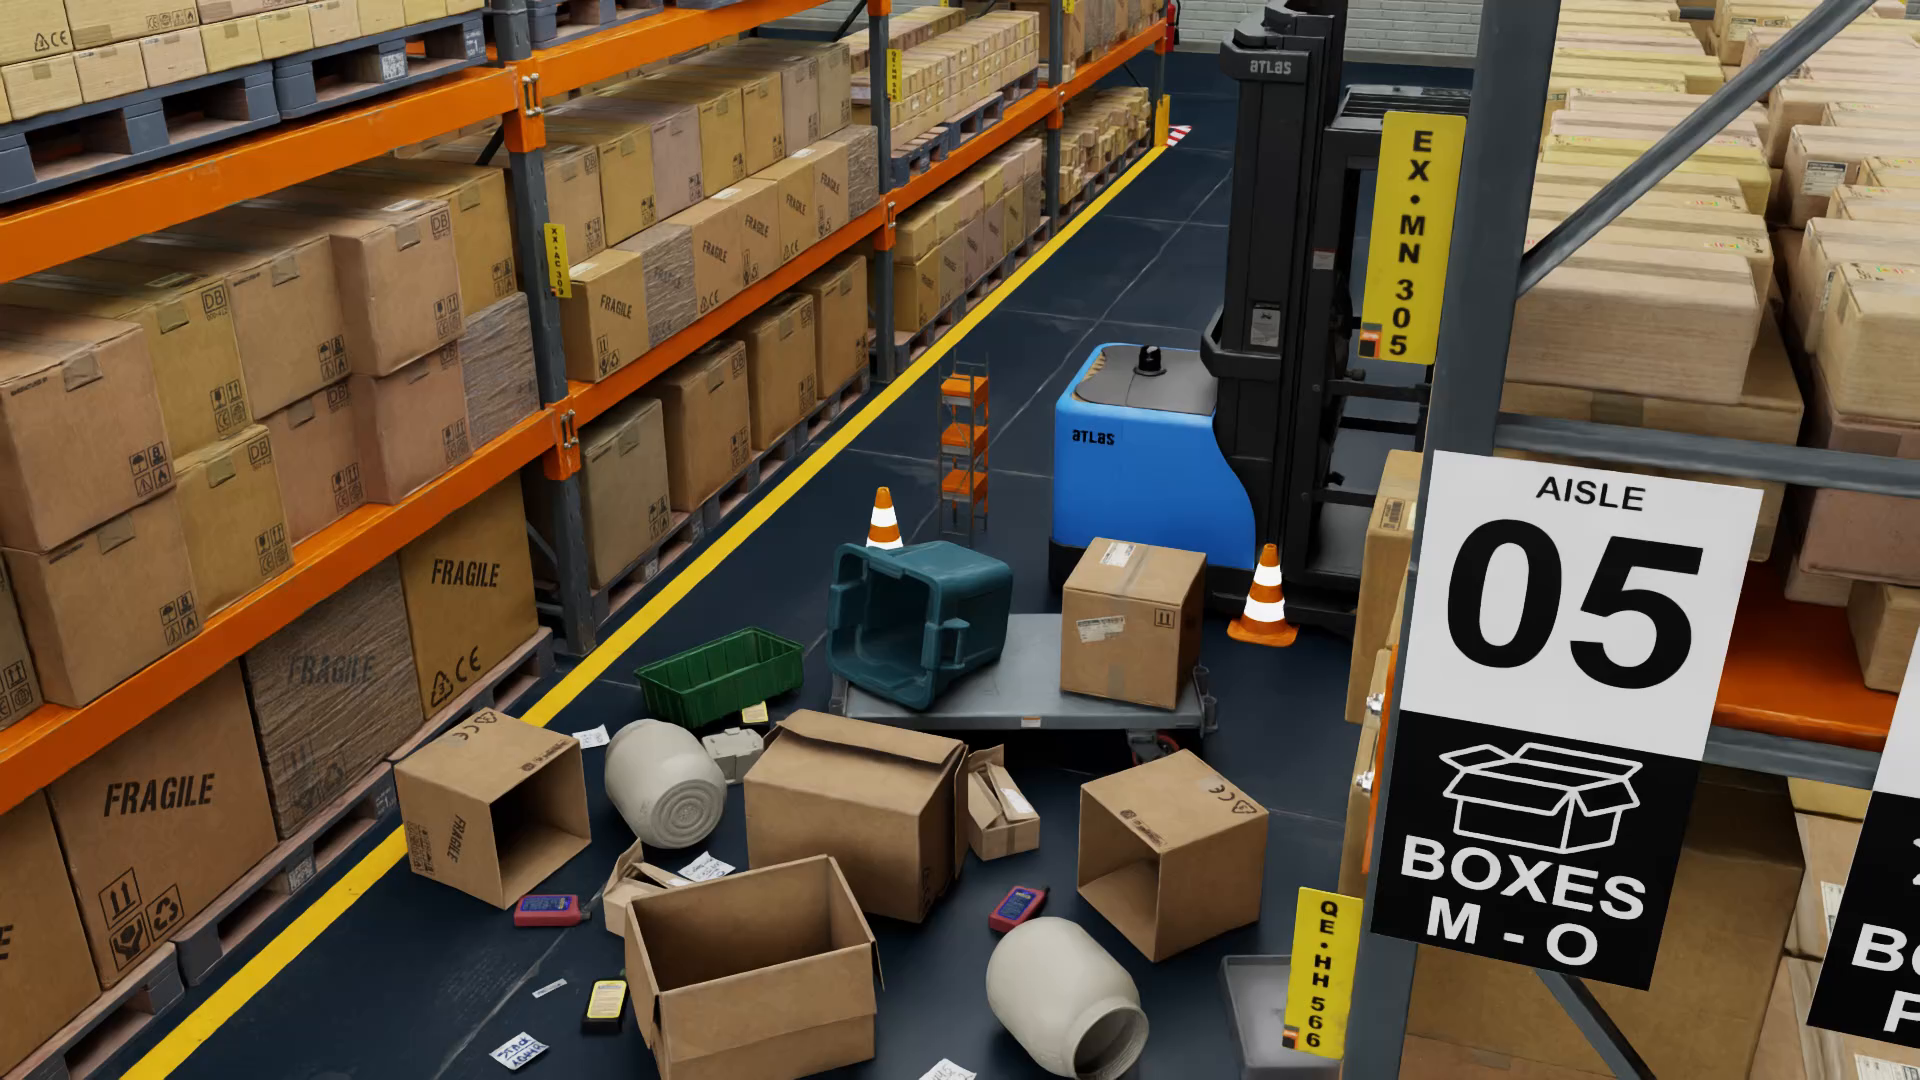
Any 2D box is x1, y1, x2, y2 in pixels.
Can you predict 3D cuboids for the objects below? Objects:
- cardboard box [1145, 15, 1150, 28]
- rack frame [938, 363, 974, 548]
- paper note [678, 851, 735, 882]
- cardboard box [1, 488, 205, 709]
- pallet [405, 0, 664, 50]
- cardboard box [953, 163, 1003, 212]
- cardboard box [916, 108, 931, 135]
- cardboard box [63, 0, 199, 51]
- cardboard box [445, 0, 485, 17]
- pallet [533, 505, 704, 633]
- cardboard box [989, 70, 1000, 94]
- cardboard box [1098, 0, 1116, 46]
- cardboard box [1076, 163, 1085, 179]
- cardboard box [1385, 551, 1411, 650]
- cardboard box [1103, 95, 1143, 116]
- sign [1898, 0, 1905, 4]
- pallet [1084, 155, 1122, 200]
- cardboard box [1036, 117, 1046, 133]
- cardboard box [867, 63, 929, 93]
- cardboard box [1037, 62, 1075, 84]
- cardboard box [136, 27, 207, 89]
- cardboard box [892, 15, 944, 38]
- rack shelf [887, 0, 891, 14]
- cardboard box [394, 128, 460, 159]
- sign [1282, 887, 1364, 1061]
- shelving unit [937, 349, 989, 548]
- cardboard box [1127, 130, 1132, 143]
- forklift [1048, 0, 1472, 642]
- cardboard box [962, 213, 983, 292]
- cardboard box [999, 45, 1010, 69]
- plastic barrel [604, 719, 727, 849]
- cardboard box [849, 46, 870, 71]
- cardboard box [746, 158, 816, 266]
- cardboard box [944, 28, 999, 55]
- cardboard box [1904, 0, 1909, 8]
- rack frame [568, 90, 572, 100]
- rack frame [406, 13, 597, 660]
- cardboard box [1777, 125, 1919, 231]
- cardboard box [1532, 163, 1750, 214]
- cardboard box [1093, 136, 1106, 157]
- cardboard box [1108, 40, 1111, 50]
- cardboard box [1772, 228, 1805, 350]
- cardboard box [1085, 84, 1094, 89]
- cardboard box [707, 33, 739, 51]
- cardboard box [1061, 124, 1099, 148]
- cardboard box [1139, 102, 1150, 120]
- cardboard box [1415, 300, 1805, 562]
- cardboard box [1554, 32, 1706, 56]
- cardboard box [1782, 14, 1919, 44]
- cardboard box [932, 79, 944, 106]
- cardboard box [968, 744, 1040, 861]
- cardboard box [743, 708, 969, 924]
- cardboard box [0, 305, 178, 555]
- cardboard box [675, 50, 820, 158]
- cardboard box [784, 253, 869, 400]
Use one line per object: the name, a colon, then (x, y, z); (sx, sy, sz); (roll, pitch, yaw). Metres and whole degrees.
cardboard box: (1.760, -5.415, 17.280); (0.380, 0.149, 0.250); (9, 27, 17)
rack frame: (-0.023, -0.444, 8.963); (0.200, 1.050, 0.008); (9, 27, 17)
paper note: (-0.999, 1.295, 6.549); (0.172, 0.023, 0.155); (20, 32, 35)
cardboard box: (-3.056, 0.108, 5.413); (0.875, 0.550, 0.550); (9, 27, 17)
pallet: (-2.014, -2.516, 7.782); (0.805, 0.209, 1.217); (8, 27, 15)
cardboard box: (0.034, -2.786, 13.088); (0.500, 0.250, 0.500); (8, 27, 15)
cardboard box: (-0.424, -2.964, 11.736); (0.380, 0.149, 0.250); (10, 28, 20)
cardboard box: (-2.698, -1.658, 5.025); (0.500, 0.250, 0.500); (9, 27, 17)
cardboard box: (-2.092, -2.143, 6.484); (0.380, 0.149, 0.250); (9, 27, 17)
pallet: (-2.087, 0.059, 8.887); (1.003, 0.211, 1.213); (9, 27, 17)
cardboard box: (0.102, -3.613, 13.076); (0.380, 0.149, 0.250); (8, 27, 15)
cardboard box: (1.151, -4.908, 15.489); (0.500, 0.500, 0.500); (8, 27, 16)
cardboard box: (0.973, -3.495, 15.817); (0.380, 0.149, 0.250); (8, 27, 16)
cardboard box: (1.237, 0.374, 3.431); (0.700, 0.500, 0.500); (9, 27, 18)
cardboard box: (1.679, -4.499, 17.207); (0.380, 0.149, 0.250); (8, 27, 16)
sign: (2.943, -1.699, 5.282); (0.100, 0.325, 0.005); (9, 27, 17)
pallet: (0.984, -3.685, 16.619); (1.003, 0.211, 1.213); (9, 27, 17)
cardboard box: (0.627, -4.060, 16.300); (0.380, 0.149, 0.250); (8, 27, 16)
cardboard box: (-0.432, -3.229, 11.600); (0.380, 0.149, 0.250); (9, 27, 17)
cardboard box: (0.792, -4.112, 14.589); (0.380, 0.149, 0.250); (10, 28, 19)
cardboard box: (-2.599, -1.516, 5.189); (0.380, 0.149, 0.250); (9, 27, 17)
cardboard box: (-0.350, -4.184, 13.573); (0.380, 0.149, 0.250); (9, 27, 18)
rack shelf: (-0.276, -4.360, 12.197); (1.077, 0.370, 4.000); (9, 27, 17)
cardboard box: (-5.032, -3.151, 14.273); (1.225, 0.875, 0.875); (9, 27, 18)
sign: (0.581, 0.700, 2.672); (0.100, 0.325, 0.005); (9, 27, 17)
shelving unit: (0.018, -0.495, 9.067); (0.215, 1.050, 0.252); (9, 27, 17)
cardboard box: (1.583, -4.243, 17.360); (0.380, 0.149, 0.250); (9, 27, 17)
forklift: (2.035, -1.046, 8.048); (3.031, 2.935, 1.130); (8, 27, 15)
cardboard box: (-0.135, -2.249, 12.838); (0.500, 0.500, 0.500); (8, 27, 16)
cardboard box: (0.185, -3.851, 13.226); (0.380, 0.149, 0.250); (8, 27, 16)
plastic barrel: (-1.204, 0.980, 6.740); (0.421, 0.421, 0.512); (-14, 29, -27)
cardboard box: (-0.867, -3.543, 12.249); (0.380, 0.149, 0.250); (9, 27, 17)
cardboard box: (-1.172, -1.923, 9.665); (0.500, 0.500, 0.500); (8, 27, 17)
cardboard box: (0.091, -3.881, 12.948); (0.380, 0.149, 0.250); (8, 27, 16)
cardboard box: (3.001, -1.846, 5.868); (0.500, 0.250, 0.500); (8, 27, 16)
rack frame: (-4.254, -4.917, 15.963); (1.000, 3.000, 0.127); (9, 27, 17)
rack frame: (-2.273, -0.868, 7.601); (1.000, 3.000, 0.127); (9, 27, 17)
cardboard box: (1.764, -0.668, 3.119); (0.380, 0.149, 0.250); (9, 27, 17)
cardboard box: (1.121, -0.534, 2.842); (0.380, 0.149, 0.250); (8, 27, 17)
cardboard box: (1.209, -3.835, 16.177); (0.380, 0.149, 0.250); (9, 27, 17)
cardboard box: (1.230, -4.777, 15.962); (0.380, 0.149, 0.250); (10, 28, 19)
cardboard box: (1.693, -0.338, 2.895); (0.500, 0.250, 0.500); (8, 27, 17)
cardboard box: (1.226, -4.807, 17.844); (0.380, 0.149, 0.250); (8, 27, 15)
cardboard box: (-3.061, -5.519, 19.162); (0.875, 0.875, 0.875); (9, 27, 17)
cardboard box: (1.112, -3.860, 15.887); (0.380, 0.149, 0.250); (9, 27, 19)
cardboard box: (1.814, -4.581, 17.718); (0.380, 0.149, 0.250); (8, 27, 16)
cardboard box: (1.014, -0.214, 2.639); (0.500, 0.250, 0.500); (8, 27, 17)
cardboard box: (1.634, -1.163, 4.140); (0.380, 0.149, 0.250); (8, 27, 17)
cardboard box: (2.381, -1.288, 4.400); (0.380, 0.149, 0.250); (10, 27, 19)
cardboard box: (-0.334, -3.217, 11.917); (0.380, 0.149, 0.250); (9, 27, 18)
cardboard box: (0.134, 1.062, 6.752); (0.258, 0.266, 0.396); (-9, 27, -18)
cardboard box: (-0.402, 1.040, 6.369); (0.797, 0.637, 0.503); (9, 27, 17)
cardboard box: (-3.033, -0.375, 5.171); (0.875, 0.550, 0.550); (9, 27, 17)
cardboard box: (-1.267, -2.616, 9.949); (0.700, 0.500, 0.500); (8, 27, 17)
cardboard box: (-1.229, -1.451, 10.905); (1.050, 0.750, 0.750); (8, 27, 17)
